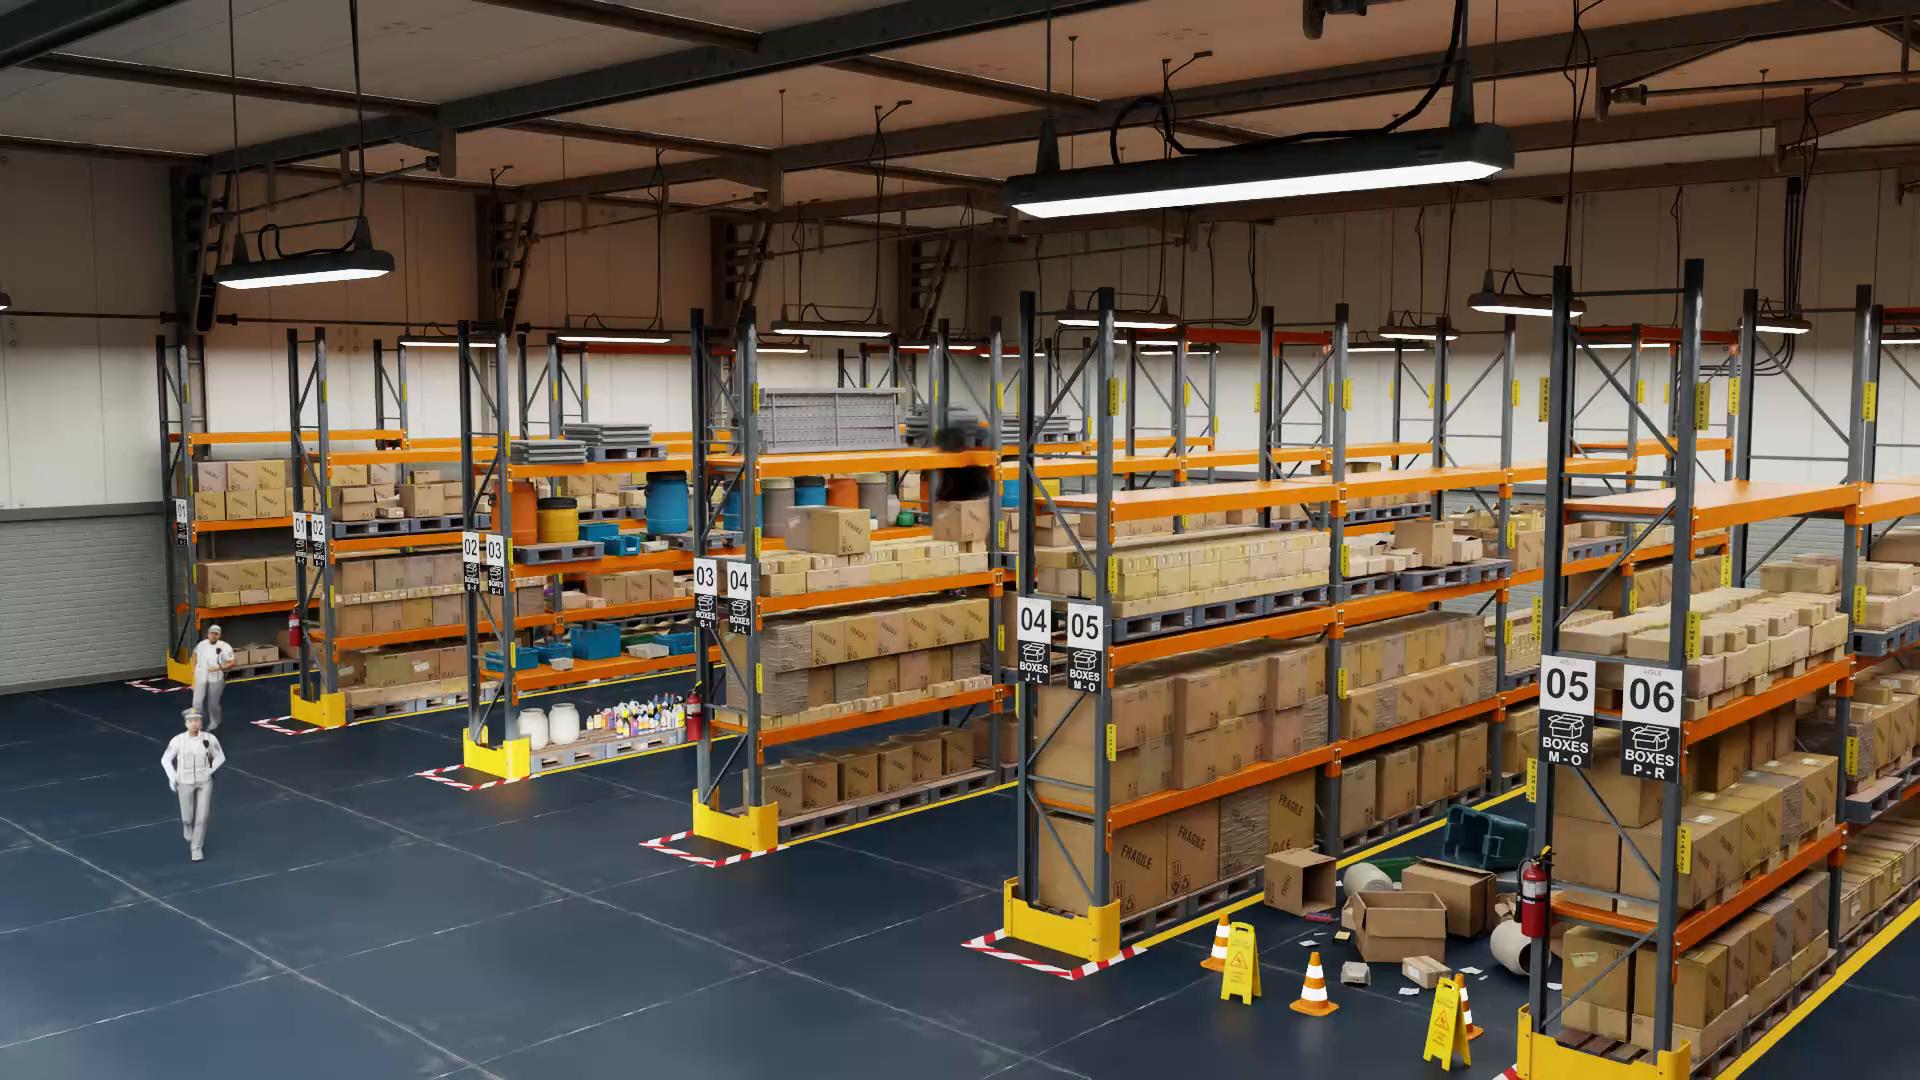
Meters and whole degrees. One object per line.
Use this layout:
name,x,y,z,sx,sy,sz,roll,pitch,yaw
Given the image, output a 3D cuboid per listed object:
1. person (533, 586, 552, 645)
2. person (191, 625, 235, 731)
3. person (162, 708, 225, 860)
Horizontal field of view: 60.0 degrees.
person,-7.797,1.428,30.786,0.697,1.725,0.677,3,6,33
person,-10.952,2.061,24.383,0.625,1.655,0.897,-1,5,-11
person,-8.361,2.637,18.172,0.629,1.651,0.567,-3,6,-28
